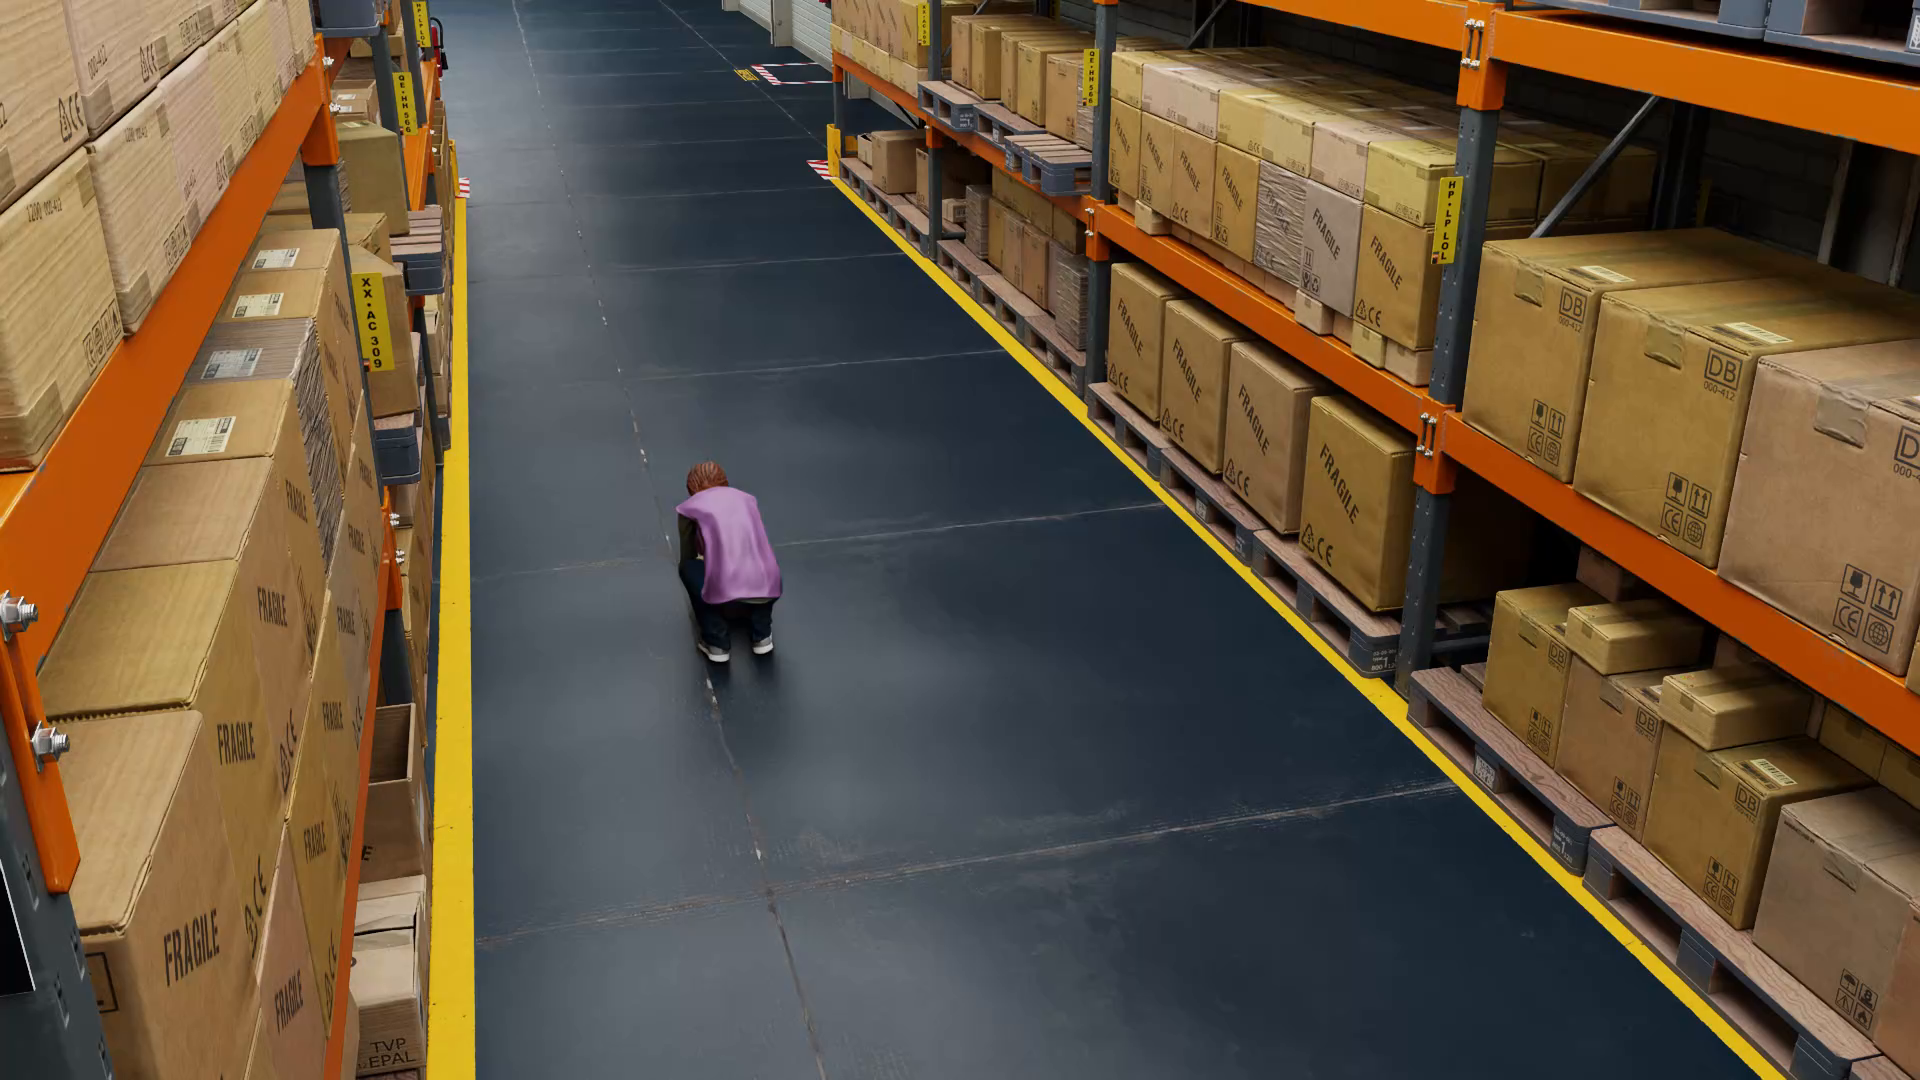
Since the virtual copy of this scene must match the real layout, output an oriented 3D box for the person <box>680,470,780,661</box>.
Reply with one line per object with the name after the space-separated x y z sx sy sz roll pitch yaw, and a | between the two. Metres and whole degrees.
-1.038 0.046 7.433 0.423 0.860 0.853 -7 24 -17 | person
